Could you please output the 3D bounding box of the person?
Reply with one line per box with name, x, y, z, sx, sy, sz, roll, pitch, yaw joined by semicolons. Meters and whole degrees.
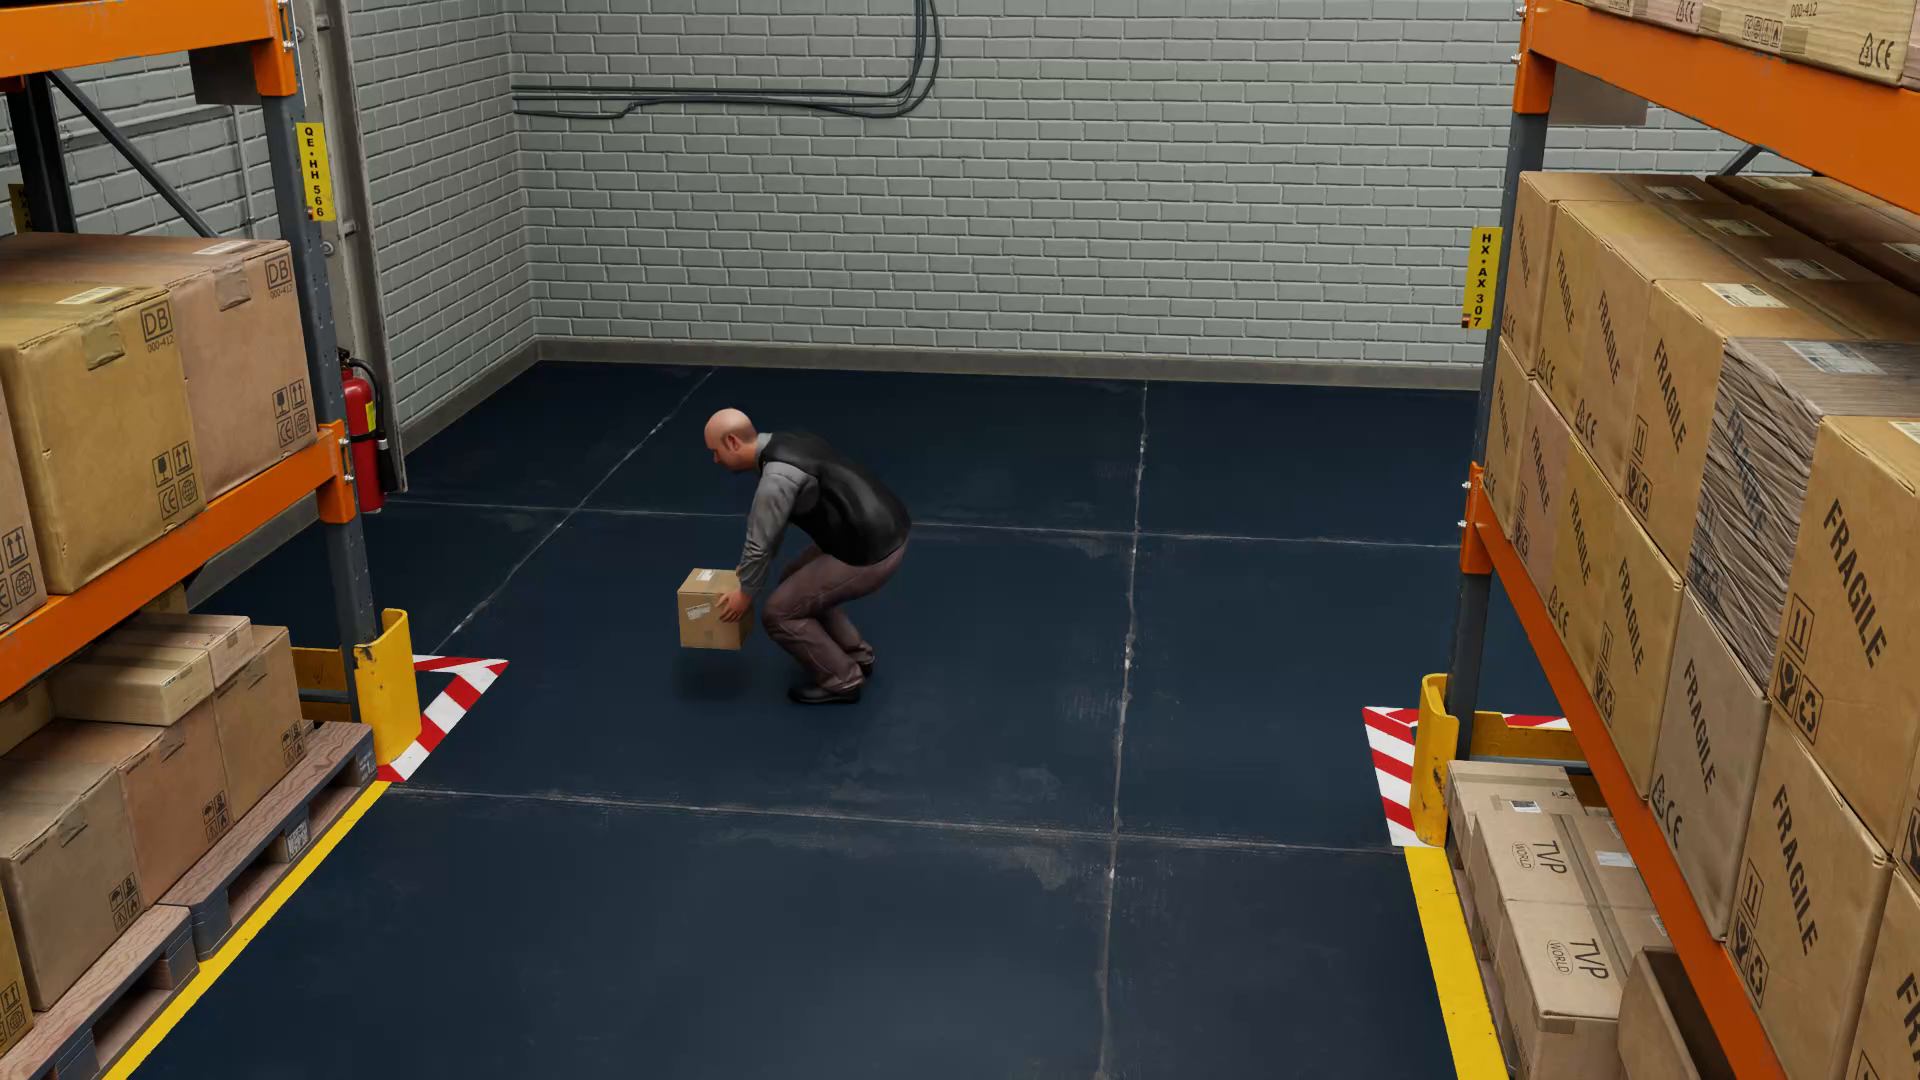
person;-0.614;0.058;6.692;0.782;1.205;0.579;2;21;6
